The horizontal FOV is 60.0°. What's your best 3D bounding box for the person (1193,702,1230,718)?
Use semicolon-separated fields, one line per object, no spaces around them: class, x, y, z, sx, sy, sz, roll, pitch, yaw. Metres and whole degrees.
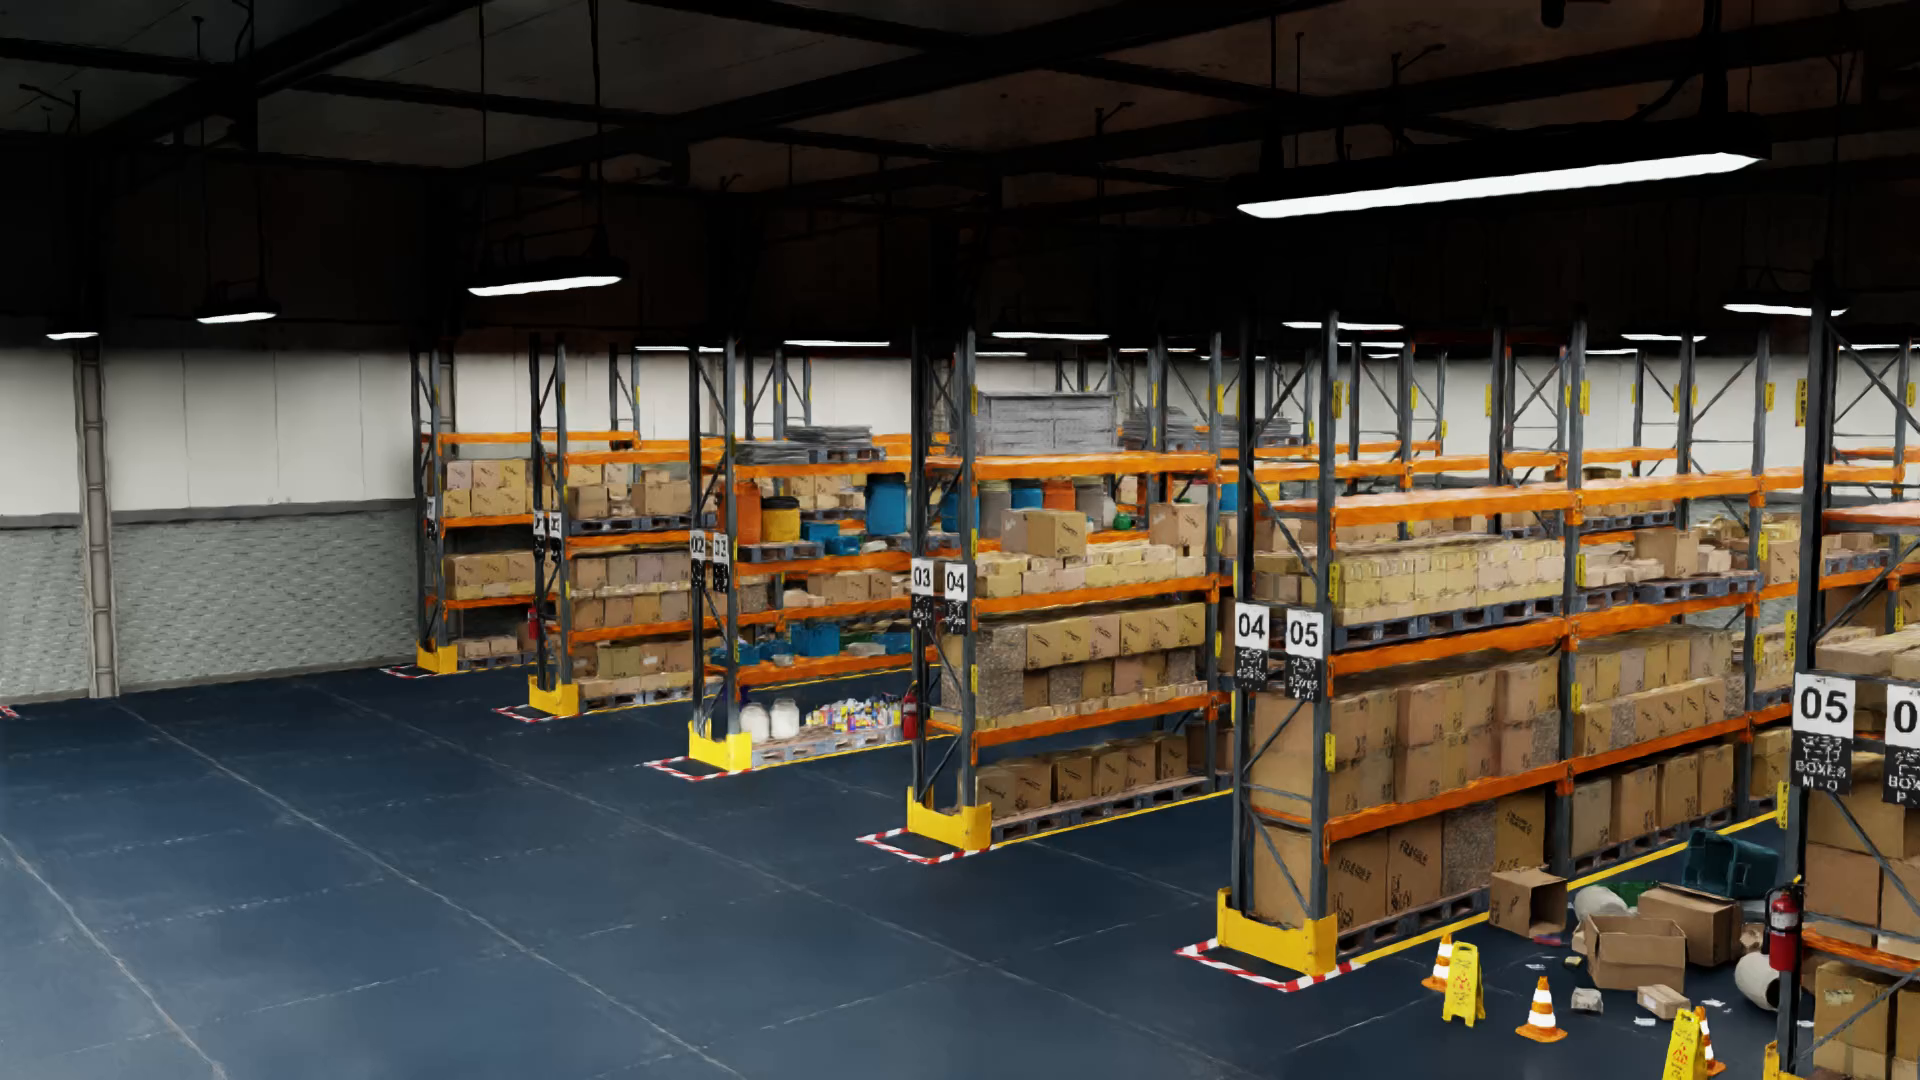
person;3.903;1.888;26.005;1.116;1.705;0.557;-5;7;-41

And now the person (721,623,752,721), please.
person;-3.405;2.029;25.405;0.517;1.596;0.625;-5;7;-40
